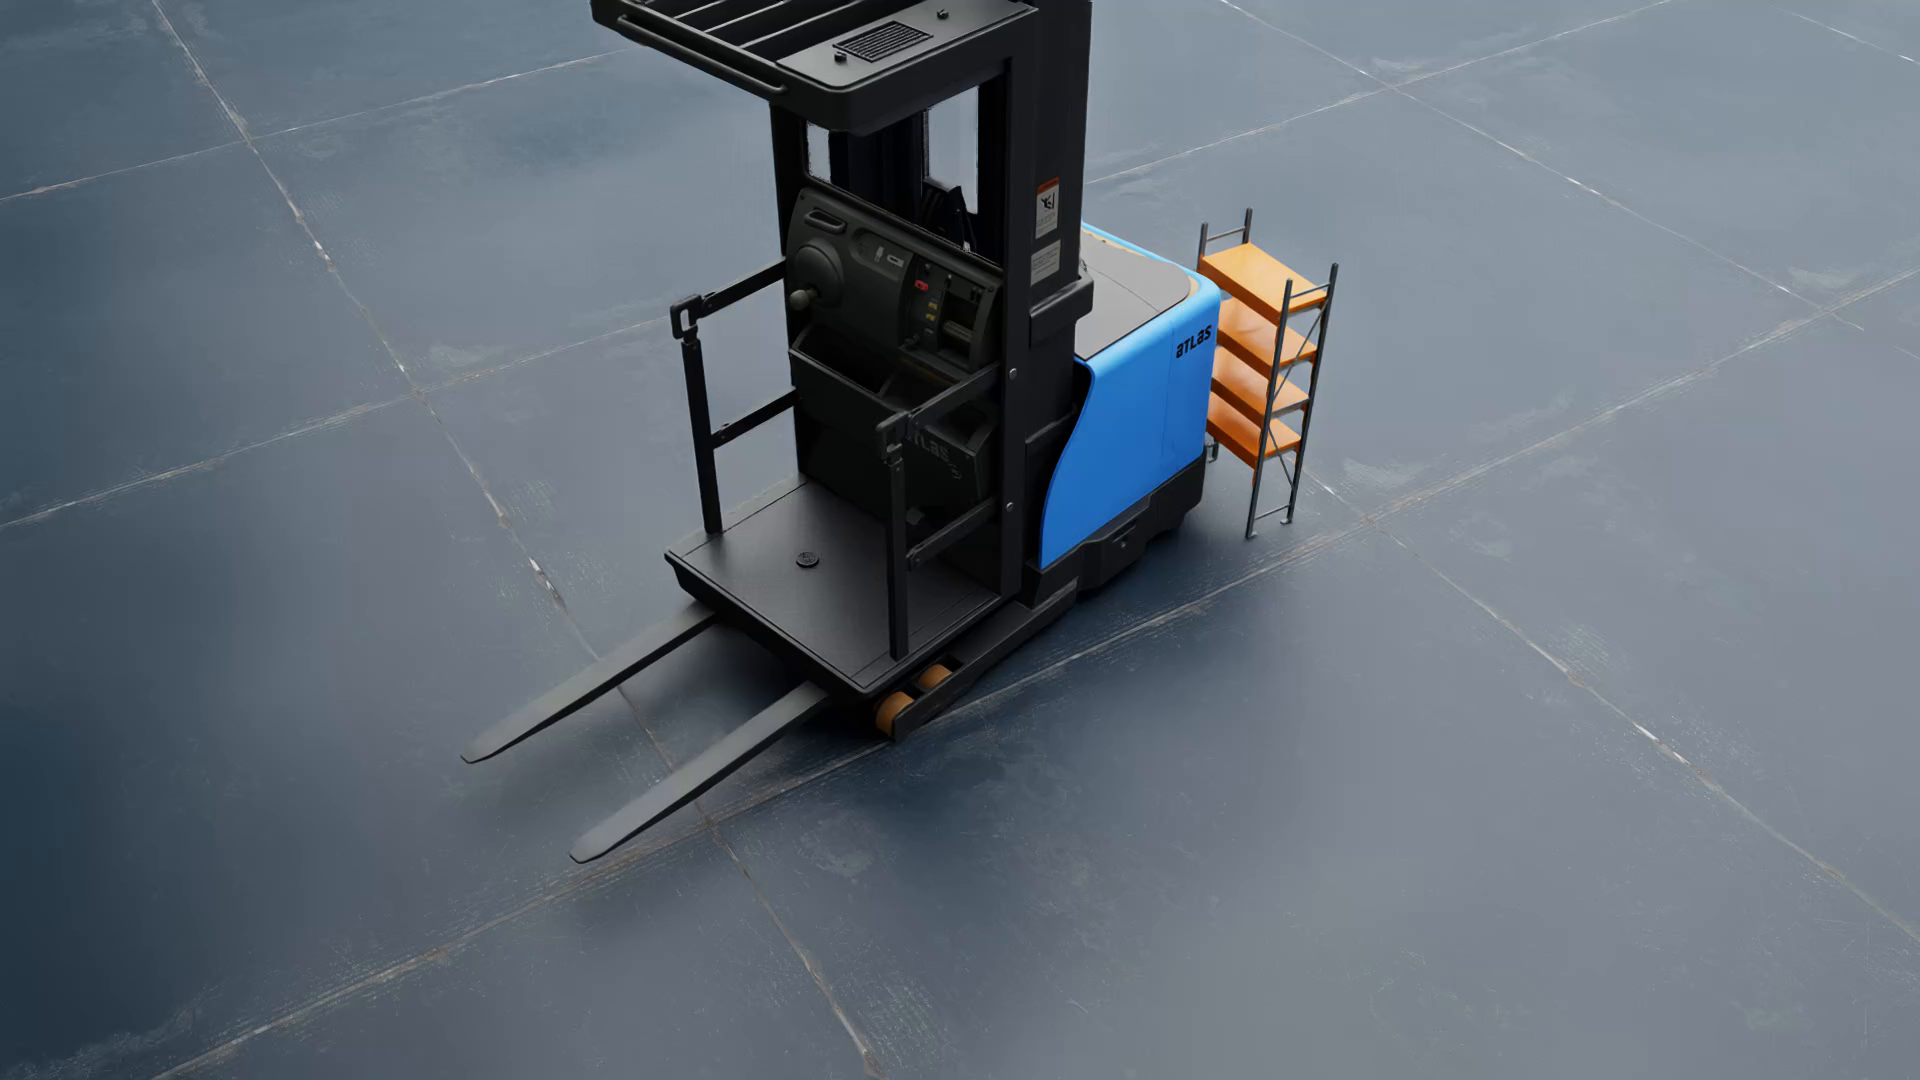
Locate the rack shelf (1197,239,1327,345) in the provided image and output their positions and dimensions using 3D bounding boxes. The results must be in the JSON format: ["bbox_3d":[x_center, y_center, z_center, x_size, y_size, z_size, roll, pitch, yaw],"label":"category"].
[{"bbox_3d":[1.150,-0.950,6.334,0.258,0.148,0.480,-21,44,-25],"label":"rack shelf"}]

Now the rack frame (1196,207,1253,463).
[{"bbox_3d":[1.014,-0.778,6.742,0.240,1.200,0.015,-21,44,-25],"label":"rack frame"}]

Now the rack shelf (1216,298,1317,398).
[{"bbox_3d":[1.146,-0.766,6.484,0.258,0.148,0.480,-21,44,-25],"label":"rack shelf"}]

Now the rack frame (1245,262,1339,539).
[{"bbox_3d":[1.273,-0.513,6.424,0.240,1.200,0.015,-21,44,-25],"label":"rack frame"}]

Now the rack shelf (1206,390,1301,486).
[{"bbox_3d":[1.139,-0.439,6.751,0.258,0.148,0.480,-21,44,-25],"label":"rack shelf"}]

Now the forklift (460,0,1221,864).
[{"bbox_3d":[-0.383,-0.793,5.412,1.130,2.935,3.031,31,49,32],"label":"forklift"}]

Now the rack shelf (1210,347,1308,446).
[{"bbox_3d":[1.143,-0.593,6.625,0.258,0.148,0.480,-21,44,-25],"label":"rack shelf"}]

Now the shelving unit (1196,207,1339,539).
[{"bbox_3d":[1.144,-0.645,6.583,0.258,1.200,0.503,-21,44,-25],"label":"shelving unit"}]
